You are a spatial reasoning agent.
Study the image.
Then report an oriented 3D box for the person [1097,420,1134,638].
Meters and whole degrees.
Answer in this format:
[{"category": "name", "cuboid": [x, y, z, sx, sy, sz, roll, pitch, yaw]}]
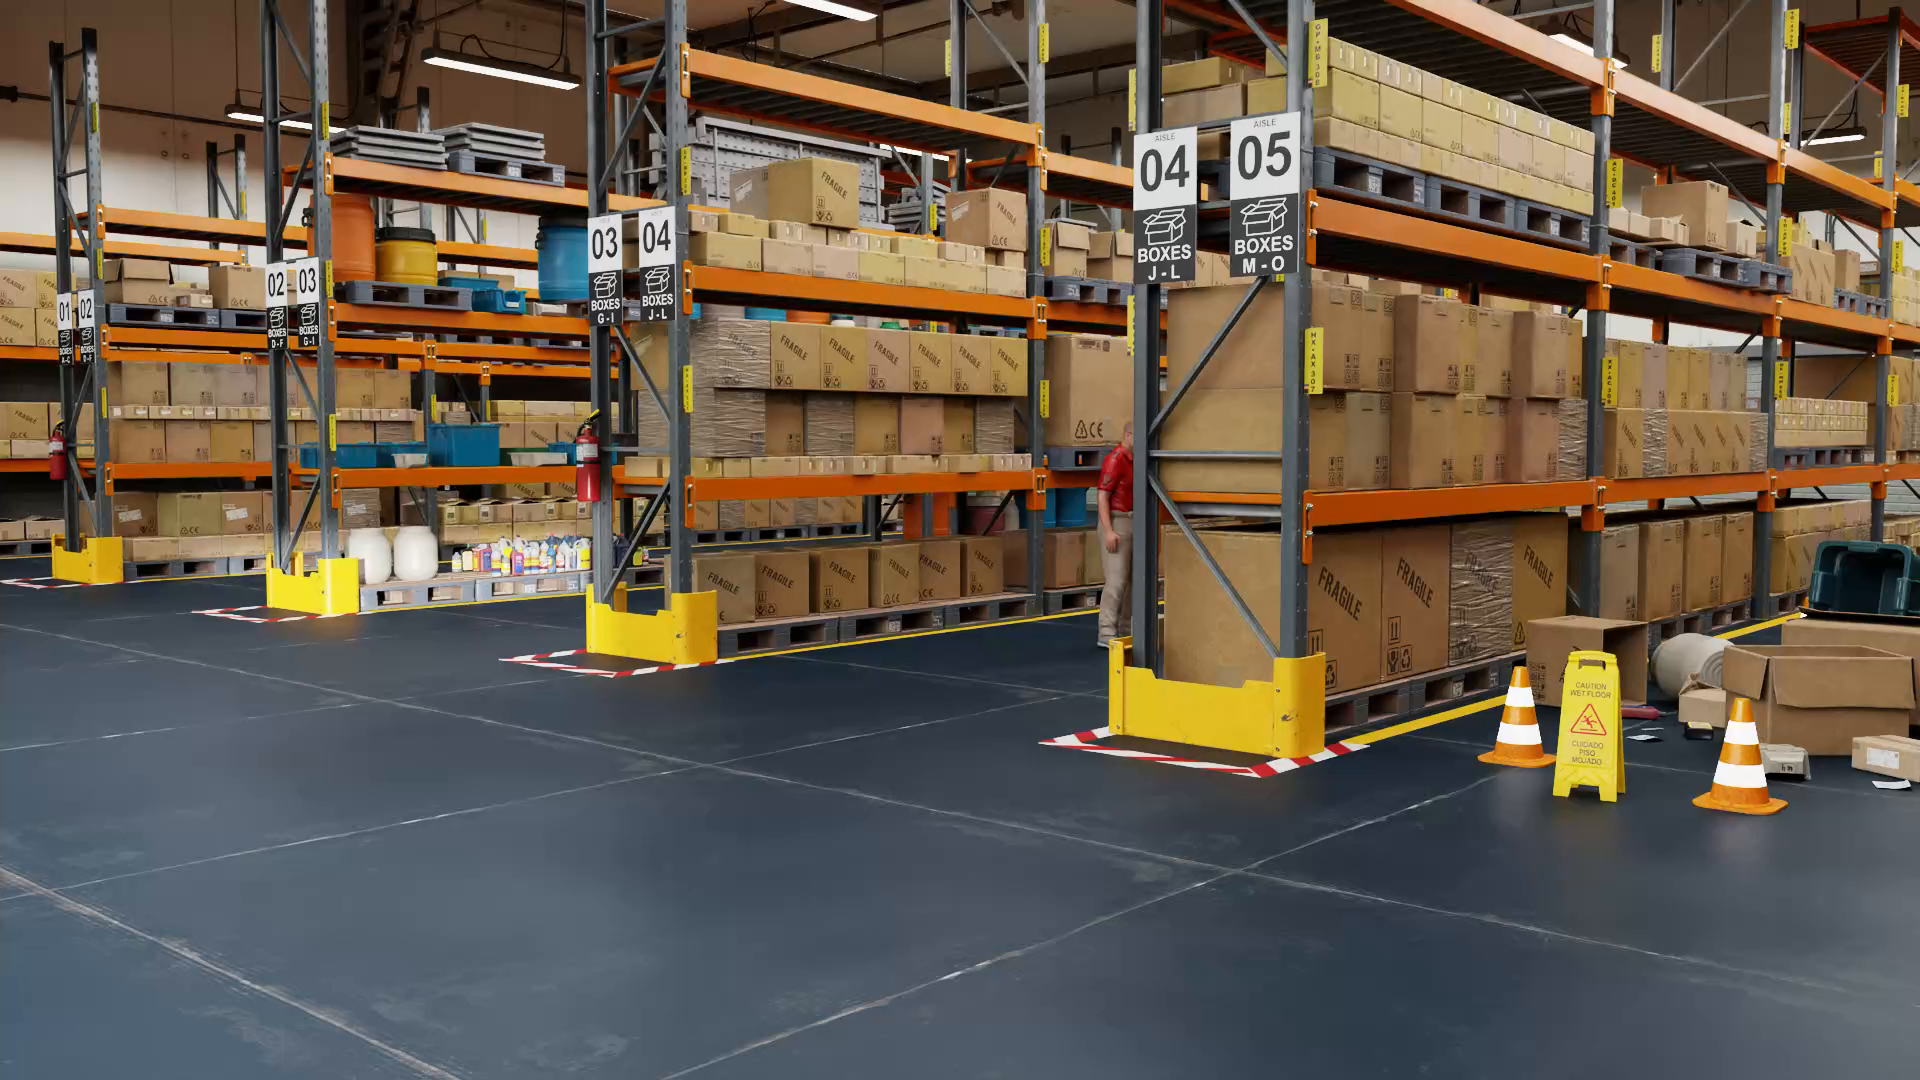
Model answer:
[{"category": "person", "cuboid": [1.263, -0.087, 12.684, 0.370, 1.657, 0.584, 3, 5, 41]}]
